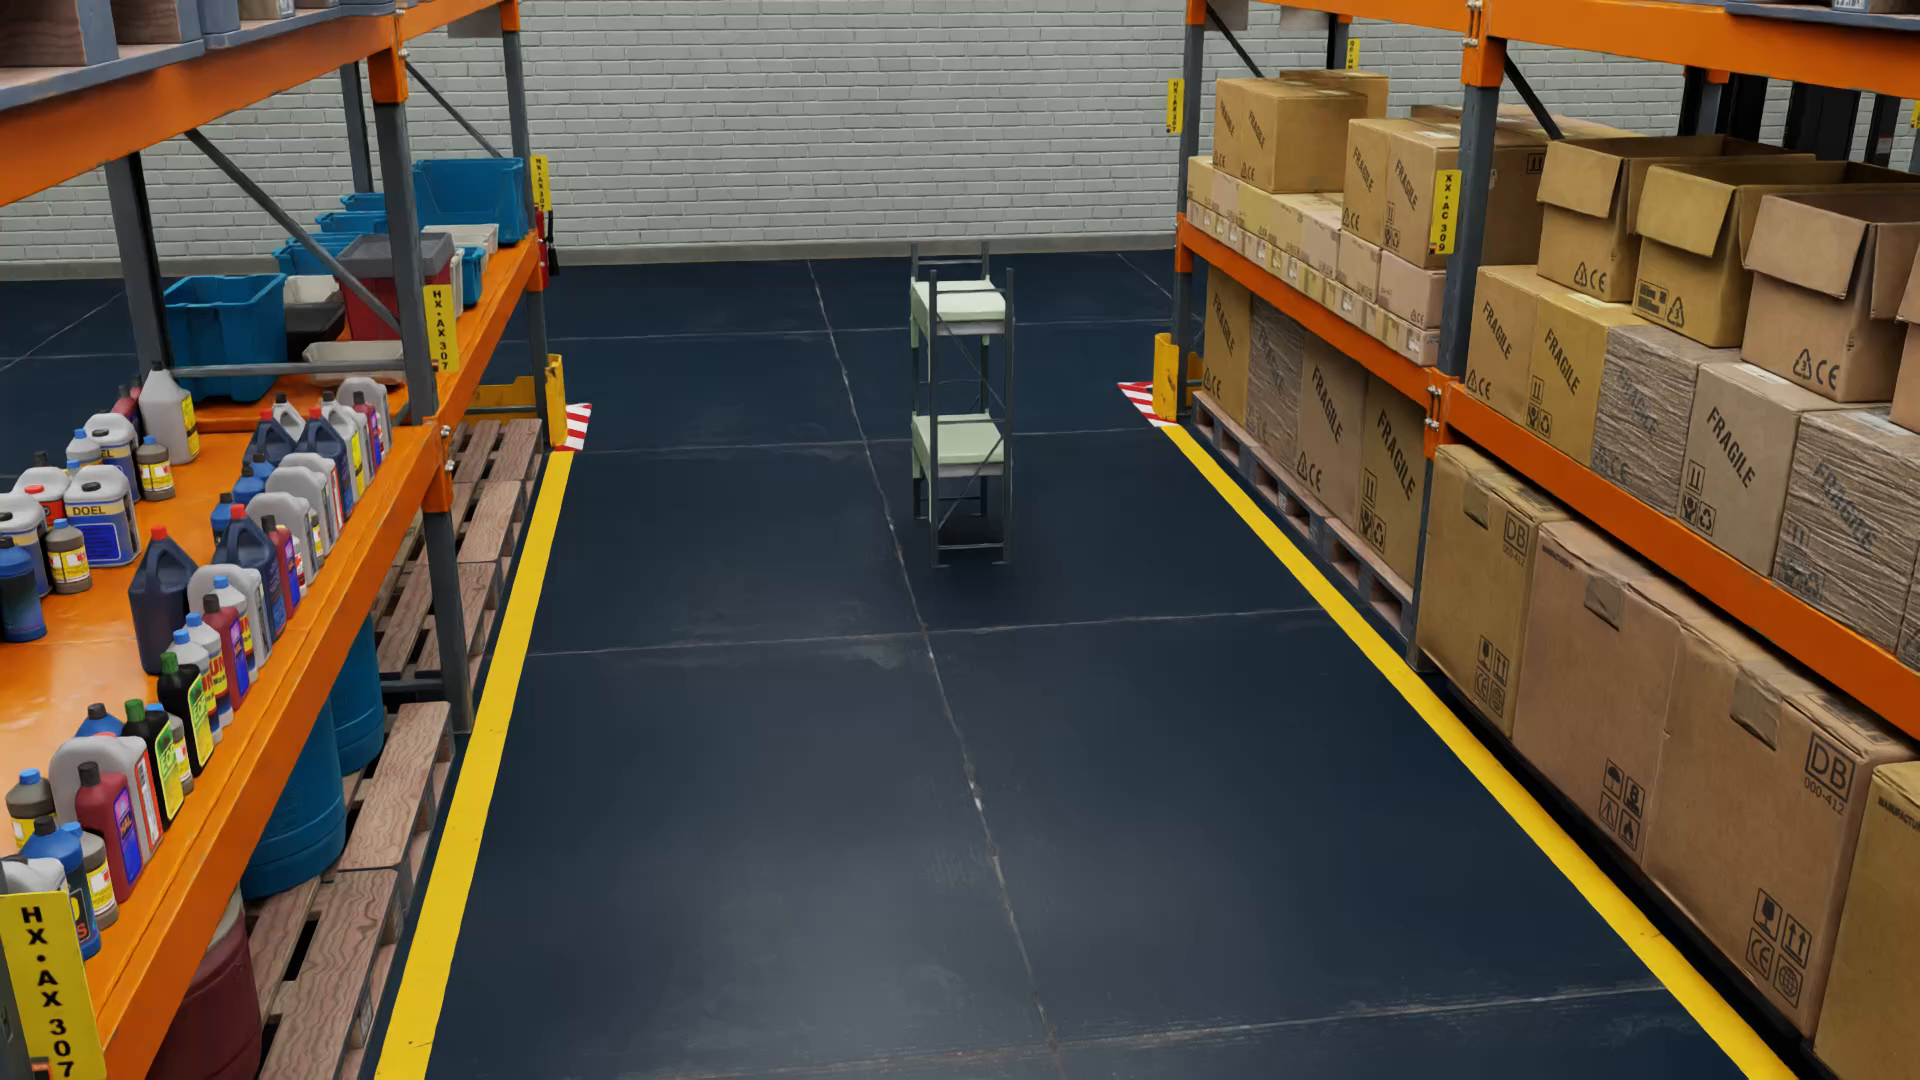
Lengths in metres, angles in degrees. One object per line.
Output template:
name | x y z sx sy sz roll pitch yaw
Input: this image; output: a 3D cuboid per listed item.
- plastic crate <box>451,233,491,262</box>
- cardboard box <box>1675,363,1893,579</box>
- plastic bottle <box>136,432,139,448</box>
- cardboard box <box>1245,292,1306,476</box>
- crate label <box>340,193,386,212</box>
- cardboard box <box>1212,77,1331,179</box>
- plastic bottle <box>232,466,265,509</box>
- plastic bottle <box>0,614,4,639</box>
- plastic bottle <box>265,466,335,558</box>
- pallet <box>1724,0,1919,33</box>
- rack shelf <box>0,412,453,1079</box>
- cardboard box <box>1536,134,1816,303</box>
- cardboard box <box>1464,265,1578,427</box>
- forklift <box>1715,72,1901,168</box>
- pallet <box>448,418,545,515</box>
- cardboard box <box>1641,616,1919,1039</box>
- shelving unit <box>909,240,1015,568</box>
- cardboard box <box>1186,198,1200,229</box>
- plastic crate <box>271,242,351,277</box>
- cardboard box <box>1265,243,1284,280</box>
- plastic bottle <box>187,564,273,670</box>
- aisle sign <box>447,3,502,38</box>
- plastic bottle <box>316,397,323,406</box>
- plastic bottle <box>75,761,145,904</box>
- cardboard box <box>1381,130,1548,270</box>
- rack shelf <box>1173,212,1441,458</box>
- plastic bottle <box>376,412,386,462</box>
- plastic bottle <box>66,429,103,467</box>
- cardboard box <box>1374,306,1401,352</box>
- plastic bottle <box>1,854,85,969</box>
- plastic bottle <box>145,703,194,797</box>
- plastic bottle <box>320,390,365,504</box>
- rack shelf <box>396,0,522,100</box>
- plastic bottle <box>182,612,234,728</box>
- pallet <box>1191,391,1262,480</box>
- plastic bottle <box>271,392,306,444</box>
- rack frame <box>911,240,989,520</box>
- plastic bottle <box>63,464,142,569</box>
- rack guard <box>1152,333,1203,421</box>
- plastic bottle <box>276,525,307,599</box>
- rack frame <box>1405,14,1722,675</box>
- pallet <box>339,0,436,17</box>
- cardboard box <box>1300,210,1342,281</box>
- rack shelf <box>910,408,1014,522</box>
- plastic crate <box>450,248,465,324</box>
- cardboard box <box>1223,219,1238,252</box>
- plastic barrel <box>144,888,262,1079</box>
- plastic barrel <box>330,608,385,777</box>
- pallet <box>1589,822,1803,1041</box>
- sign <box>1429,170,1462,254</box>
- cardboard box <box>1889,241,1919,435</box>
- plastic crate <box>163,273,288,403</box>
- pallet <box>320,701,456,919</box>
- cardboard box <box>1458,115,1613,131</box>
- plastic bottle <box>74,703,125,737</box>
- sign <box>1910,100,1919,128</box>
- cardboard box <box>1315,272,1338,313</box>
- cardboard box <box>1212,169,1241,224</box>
plastic crate | -2.703 -1.536 8.832 0.396 0.136 0.243 -3 21 -8
cardboard box | 2.494 -0.219 4.873 0.500 0.500 0.500 -3 21 -7
plastic bottle | -2.766 -0.294 5.499 0.097 0.201 0.097 0 20 0
cardboard box | 2.177 -0.924 9.339 0.875 0.875 0.875 -3 21 -8
crate label | -3.317 -1.853 9.544 0.416 0.233 0.303 -3 21 -8
cardboard box | 1.748 -2.323 9.365 0.500 0.500 0.500 -3 21 -9
plastic bottle | -2.050 -0.080 4.826 0.097 0.271 0.097 0 20 0
plastic bottle | -2.547 0.106 4.216 0.144 0.351 0.185 -3 21 -8
plastic bottle | -1.929 -0.094 4.859 0.152 0.276 0.135 -3 21 -8
pallet | 2.718 -1.409 4.185 1.003 0.211 1.213 -2 21 -5
rack shelf | -2.162 0.409 4.362 1.077 0.370 4.000 -3 21 -8
cardboard box | 2.551 -1.166 5.975 0.797 0.503 0.637 -3 21 -9
cardboard box | 2.270 -0.745 6.281 0.500 0.500 0.500 -3 21 -8
forklift | 5.050 -1.909 9.637 3.031 2.935 1.130 -6 21 -16
pallet | -2.947 -0.412 9.516 1.003 0.211 1.213 -3 21 -8
cardboard box | 2.828 0.764 4.819 1.225 0.875 0.875 -3 21 -8
shelving unit | 0.001 -0.700 8.448 0.431 1.500 0.755 -3 21 -8
cardboard box | 1.599 -1.998 10.137 0.380 0.149 0.250 -3 21 -7
plastic crate | -3.084 -1.293 8.045 0.416 0.233 0.300 -3 21 -8
cardboard box | 1.822 -1.465 8.712 0.380 0.149 0.250 -3 21 -9
plastic bottle | -1.816 0.176 4.134 0.152 0.276 0.135 -3 21 -8
aisle sign | -2.748 -3.263 9.450 0.394 0.787 0.004 -3 21 -8
plastic bottle | -2.195 -0.394 5.769 0.097 0.201 0.097 0 20 0
plastic bottle | -1.619 0.537 3.158 0.061 0.283 0.133 -3 21 -8
cardboard box | 2.120 -1.436 6.992 0.500 0.500 0.500 -2 21 -6
rack shelf | 2.162 -1.226 8.739 1.077 0.370 4.000 -3 21 -8
plastic bottle | -2.030 -0.368 5.699 0.097 0.201 0.097 0 20 0
plastic bottle | -2.718 -0.212 5.182 0.097 0.271 0.097 0 20 0
cardboard box | 2.045 -0.931 7.280 0.380 0.149 0.250 -3 21 -7
plastic bottle | -1.616 0.656 2.849 0.152 0.276 0.135 -3 21 -8
plastic bottle | -1.692 0.444 3.525 0.097 0.201 0.097 0 20 0
plastic bottle | -1.994 -0.296 5.291 0.144 0.351 0.185 -3 21 -8
rack shelf | -2.739 -2.381 7.545 1.077 0.370 4.000 -3 21 -8
plastic bottle | -1.739 0.297 3.817 0.097 0.271 0.097 0 20 0
pallet | 2.067 -0.676 10.224 1.003 0.211 1.213 -3 21 -8
plastic bottle | -2.137 -0.288 5.271 0.144 0.351 0.185 -3 21 -8
rack frame | -0.052 -0.827 8.787 0.400 1.500 0.023 -3 21 -8
plastic bottle | -2.477 -0.070 4.794 0.152 0.276 0.135 -3 21 -8
rack guard | 1.871 -1.092 10.927 1.175 0.500 0.348 -3 21 -8
plastic bottle | -1.852 0.060 4.554 0.097 0.201 0.097 0 20 0
rack frame | 2.451 -0.870 6.759 1.000 3.000 0.127 -3 21 -8
pallet | -2.241 -1.671 4.885 1.213 0.211 1.003 -3 21 -8
cardboard box | 1.977 -1.435 8.060 0.500 0.250 0.500 -2 21 -7
rack shelf | 0.001 -0.395 8.562 0.431 0.370 0.720 -3 21 -8
plastic crate | -2.488 -1.131 7.541 0.437 0.282 0.530 -3 21 -8
cardboard box | 1.713 -1.730 9.421 0.380 0.149 0.250 -3 21 -9
plastic barrel | -2.124 1.138 4.229 0.600 0.588 0.708 -3 21 -8
plastic barrel | -2.389 0.355 5.877 0.600 0.901 0.708 -3 21 -8
pallet | 2.816 1.123 5.408 1.003 0.211 1.213 -3 21 -8
sign | 1.902 -1.284 6.517 0.100 0.325 0.005 -3 21 -8
cardboard box | 2.847 -0.482 4.142 0.797 0.503 0.637 -2 21 -6
plastic crate | -2.855 -0.785 6.469 0.392 0.384 0.575 -3 21 -8
pallet | -2.380 0.955 5.857 1.003 0.211 1.213 -3 21 -8
cardboard box | 2.571 -1.640 7.538 0.500 0.500 0.500 -3 21 -8
plastic bottle | -1.733 0.460 3.381 0.097 0.271 0.097 0 20 0
sign | 6.260 -2.848 10.818 0.100 0.325 0.005 -3 21 -8
cardboard box | 1.934 -1.198 7.995 0.380 0.149 0.250 -3 21 -7
cardboard box | 1.758 -1.965 9.479 0.500 0.250 0.500 -3 21 -8
